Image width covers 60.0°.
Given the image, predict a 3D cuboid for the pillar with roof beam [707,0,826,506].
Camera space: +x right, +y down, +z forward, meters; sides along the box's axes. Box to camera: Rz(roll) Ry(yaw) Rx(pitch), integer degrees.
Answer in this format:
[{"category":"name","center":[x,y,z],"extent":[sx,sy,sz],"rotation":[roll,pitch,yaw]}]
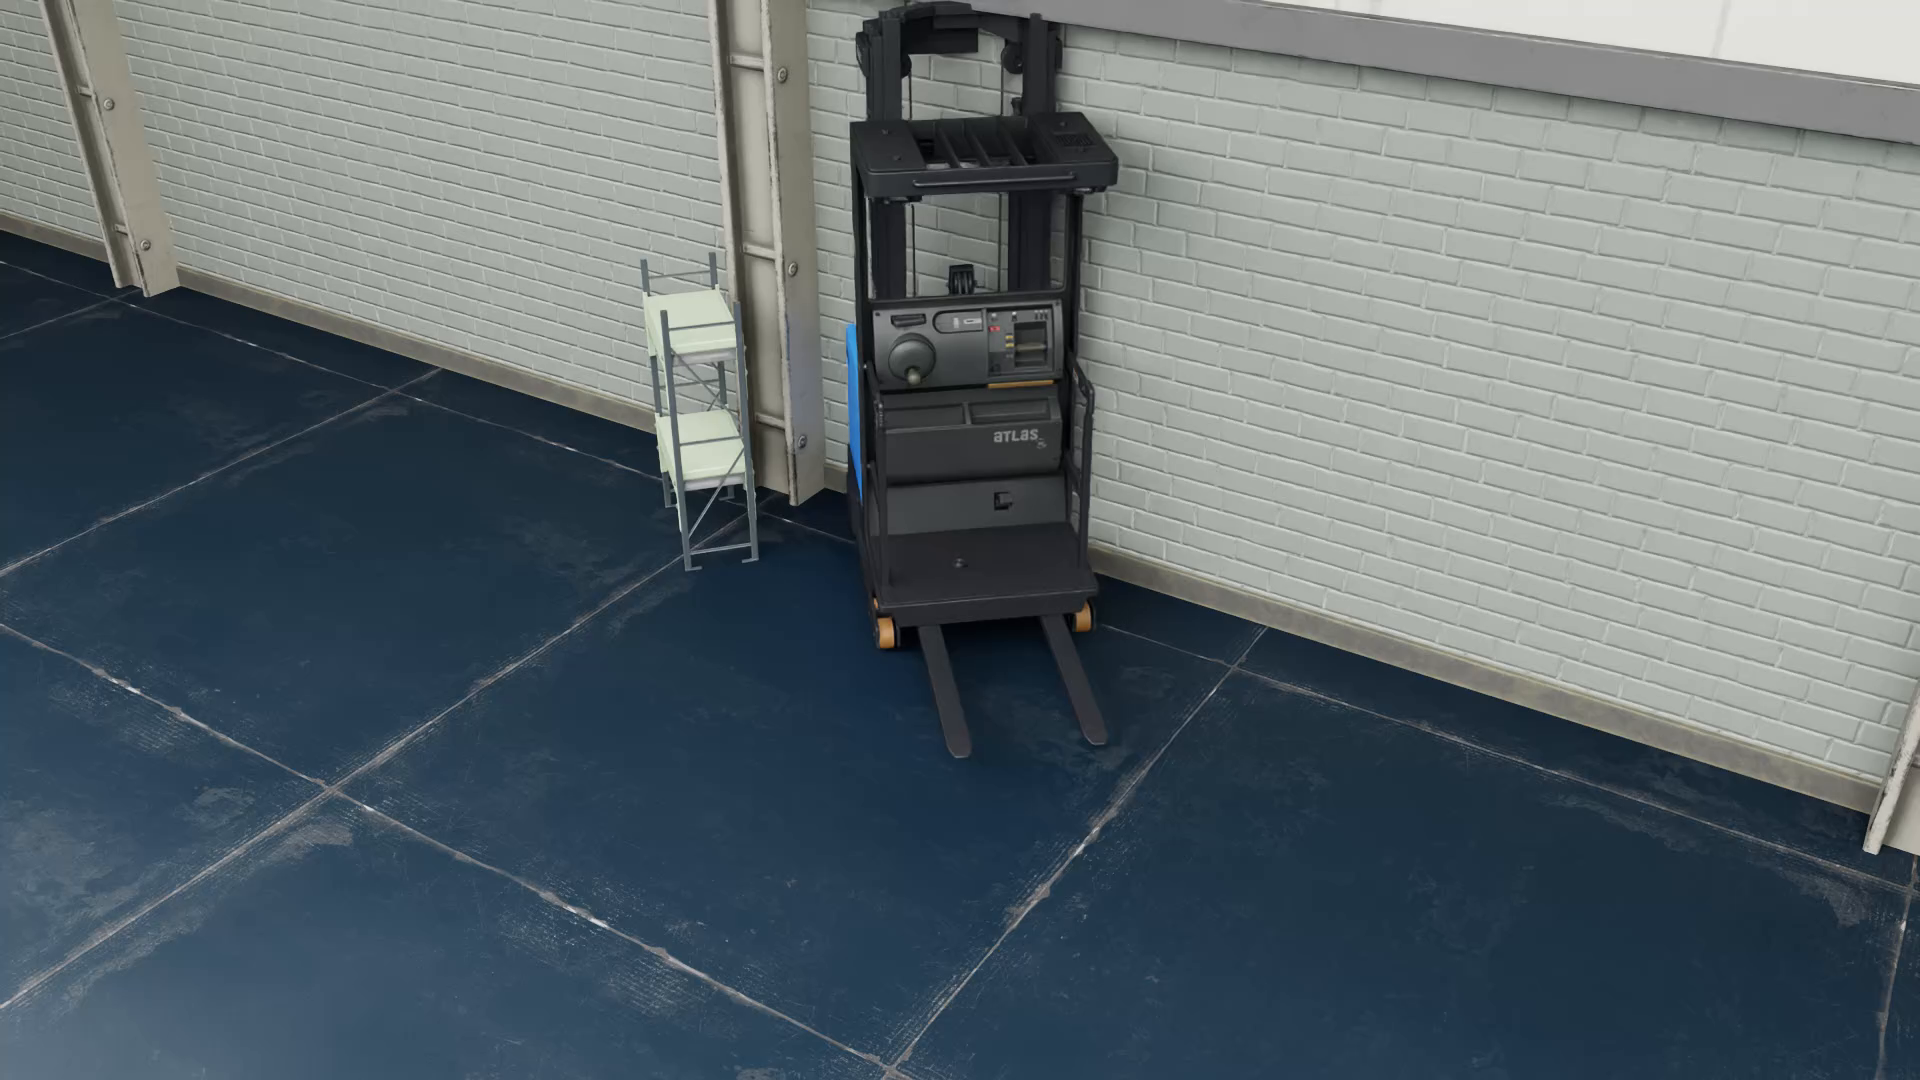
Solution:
[{"category":"pillar with roof beam","center":[-3.316,-2.362,4.369],"extent":[0.400,9.000,9.100],"rotation":[18,35,27]}]

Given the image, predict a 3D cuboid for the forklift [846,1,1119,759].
[{"category":"forklift","center":[0.078,-0.911,7.904],"extent":[1.130,2.935,3.031],"rotation":[-4,31,-8]}]

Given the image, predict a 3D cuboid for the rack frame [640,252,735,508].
[{"category":"rack frame","center":[-1.504,-0.864,9.243],"extent":[0.400,1.500,0.023],"rotation":[-9,31,-15]}]

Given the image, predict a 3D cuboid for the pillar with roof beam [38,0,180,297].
[{"category":"pillar with roof beam","center":[-8.398,-3.969,7.124],"extent":[0.400,9.000,9.100],"rotation":[18,35,27]}]

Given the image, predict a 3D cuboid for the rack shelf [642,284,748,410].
[{"category":"rack shelf","center":[-1.397,-1.025,8.744],"extent":[0.431,0.370,0.720],"rotation":[-9,31,-15]}]

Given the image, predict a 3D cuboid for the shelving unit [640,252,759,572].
[{"category":"shelving unit","center":[-1.397,-0.688,8.941],"extent":[0.431,1.500,0.755],"rotation":[-9,31,-15]}]

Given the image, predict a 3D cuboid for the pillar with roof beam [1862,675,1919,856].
[{"category":"pillar with roof beam","center":[1.766,-0.755,1.613],"extent":[0.400,9.000,9.100],"rotation":[18,35,27]}]

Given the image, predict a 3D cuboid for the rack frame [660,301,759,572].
[{"category":"rack frame","center":[-1.290,-0.512,8.639],"extent":[0.400,1.500,0.023],"rotation":[-9,31,-15]}]

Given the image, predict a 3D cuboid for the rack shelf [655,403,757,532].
[{"category":"rack shelf","center":[-1.397,-0.407,9.105],"extent":[0.431,0.370,0.720],"rotation":[-9,31,-15]}]
